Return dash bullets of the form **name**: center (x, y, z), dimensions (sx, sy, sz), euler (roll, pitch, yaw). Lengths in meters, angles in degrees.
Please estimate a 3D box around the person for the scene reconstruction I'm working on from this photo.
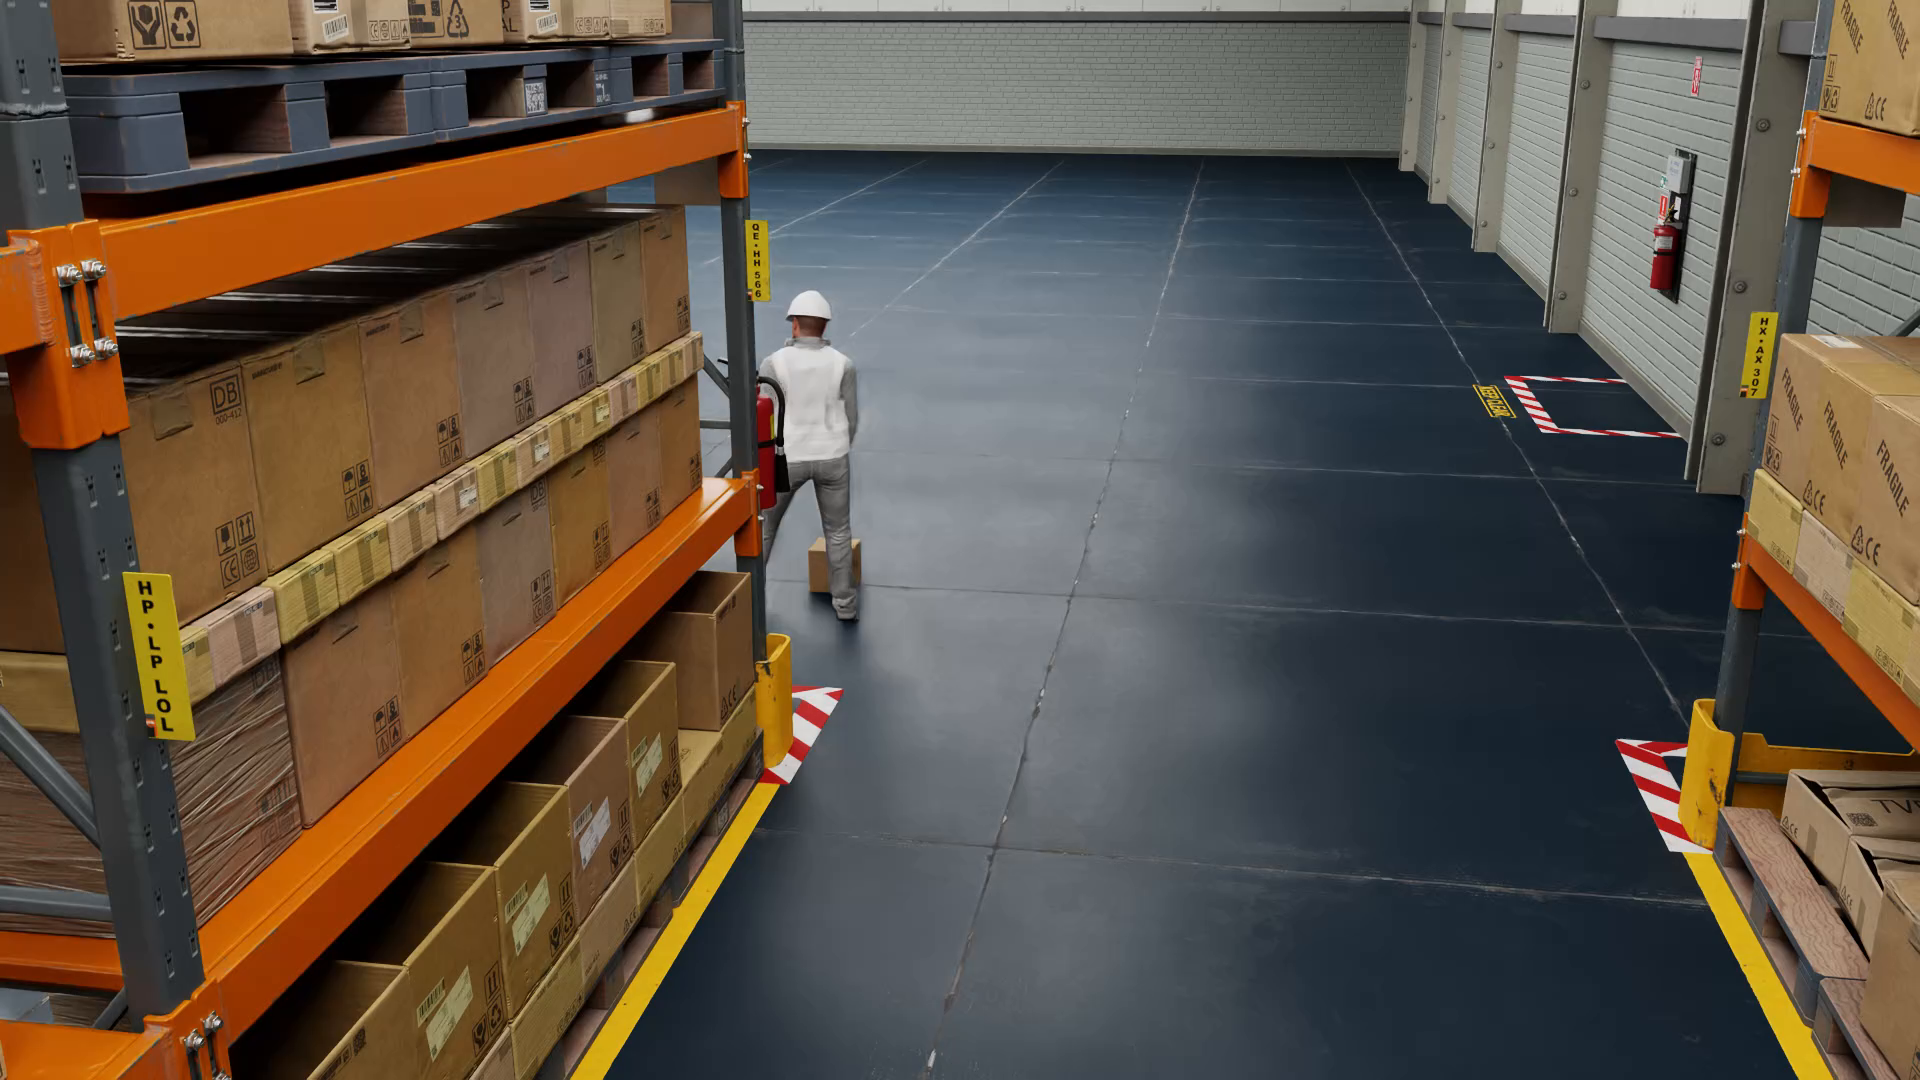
- **person**: center (-0.900, -0.465, 8.927), dimensions (0.713, 1.758, 0.533), euler (-2, 18, -6)
